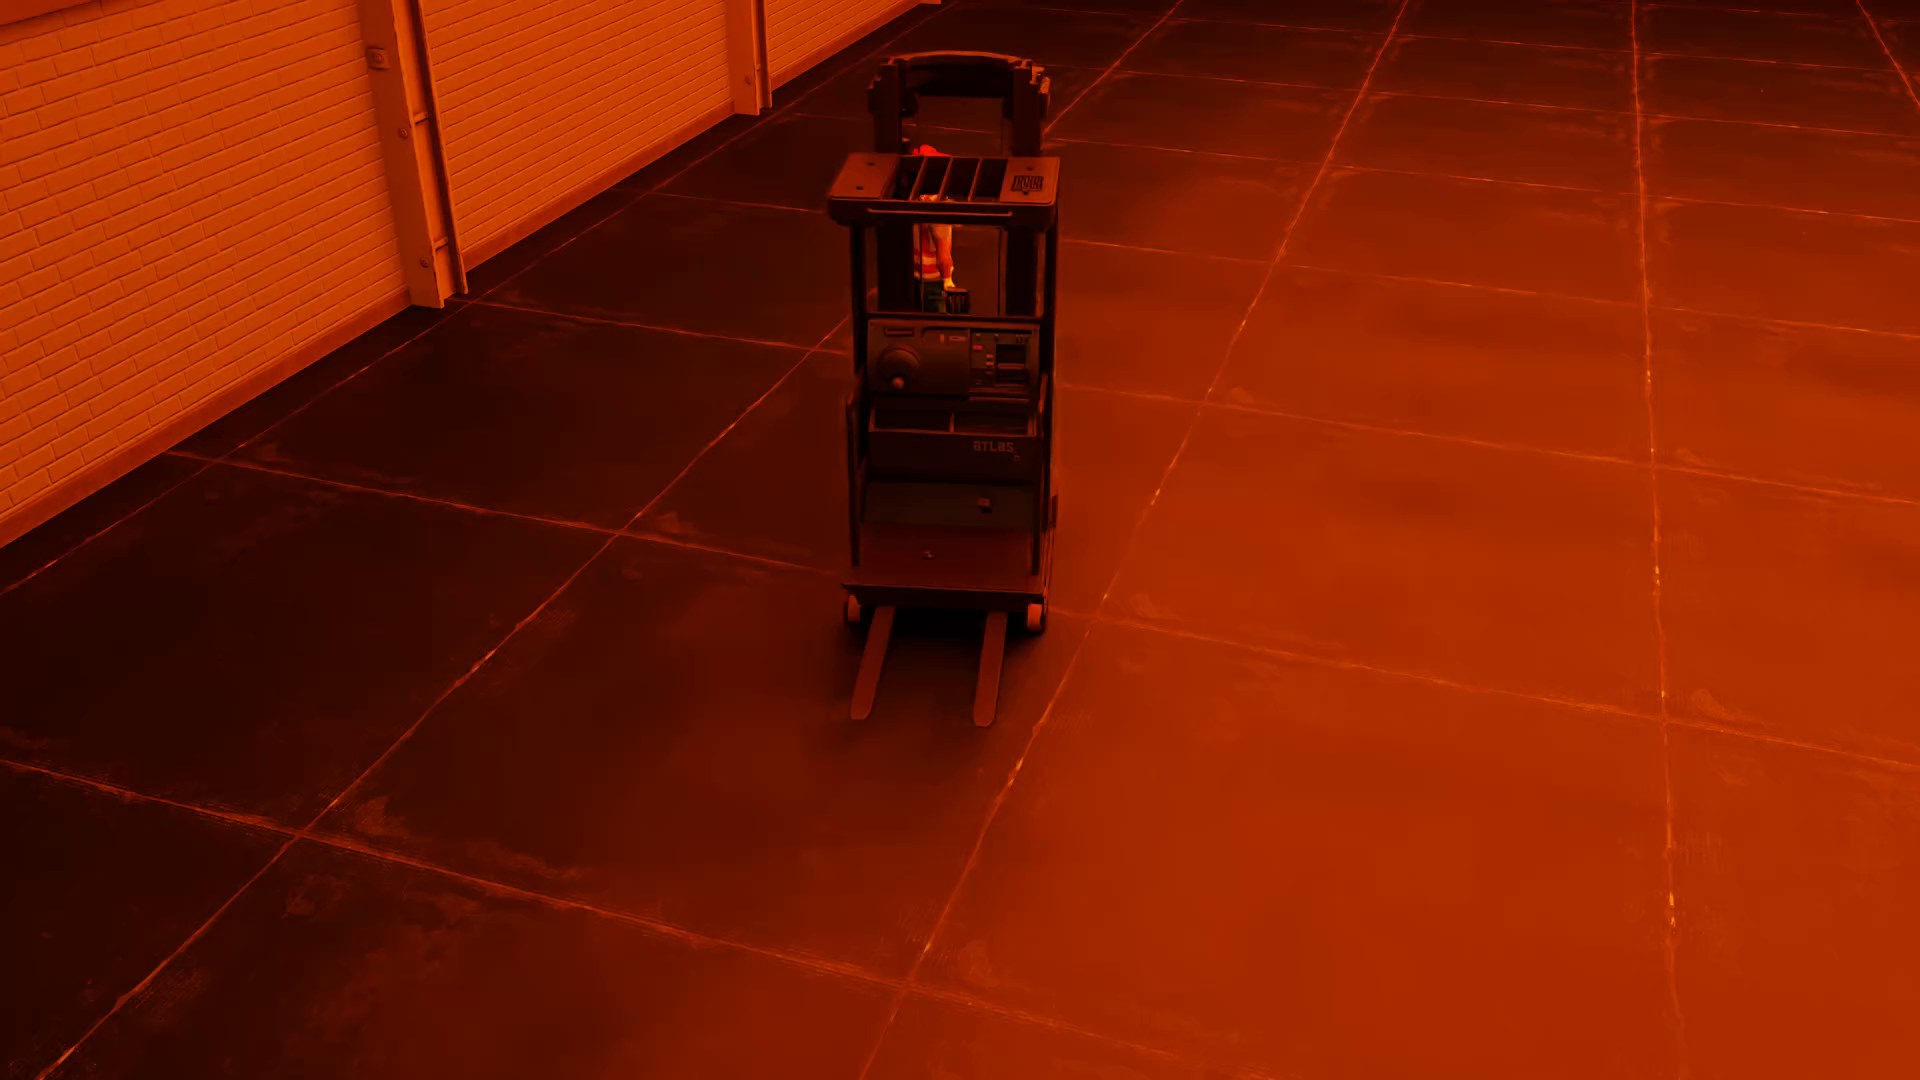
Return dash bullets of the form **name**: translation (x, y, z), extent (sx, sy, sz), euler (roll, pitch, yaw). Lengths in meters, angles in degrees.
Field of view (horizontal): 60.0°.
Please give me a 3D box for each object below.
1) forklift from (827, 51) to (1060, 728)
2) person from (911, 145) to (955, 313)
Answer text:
- **forklift**: translation (-0.056, -0.936, 8.779), extent (1.130, 2.935, 3.031), euler (3, 30, 5)
- **person**: translation (-0.223, -1.859, 11.552), extent (0.346, 1.794, 0.581), euler (-24, 38, -36)
